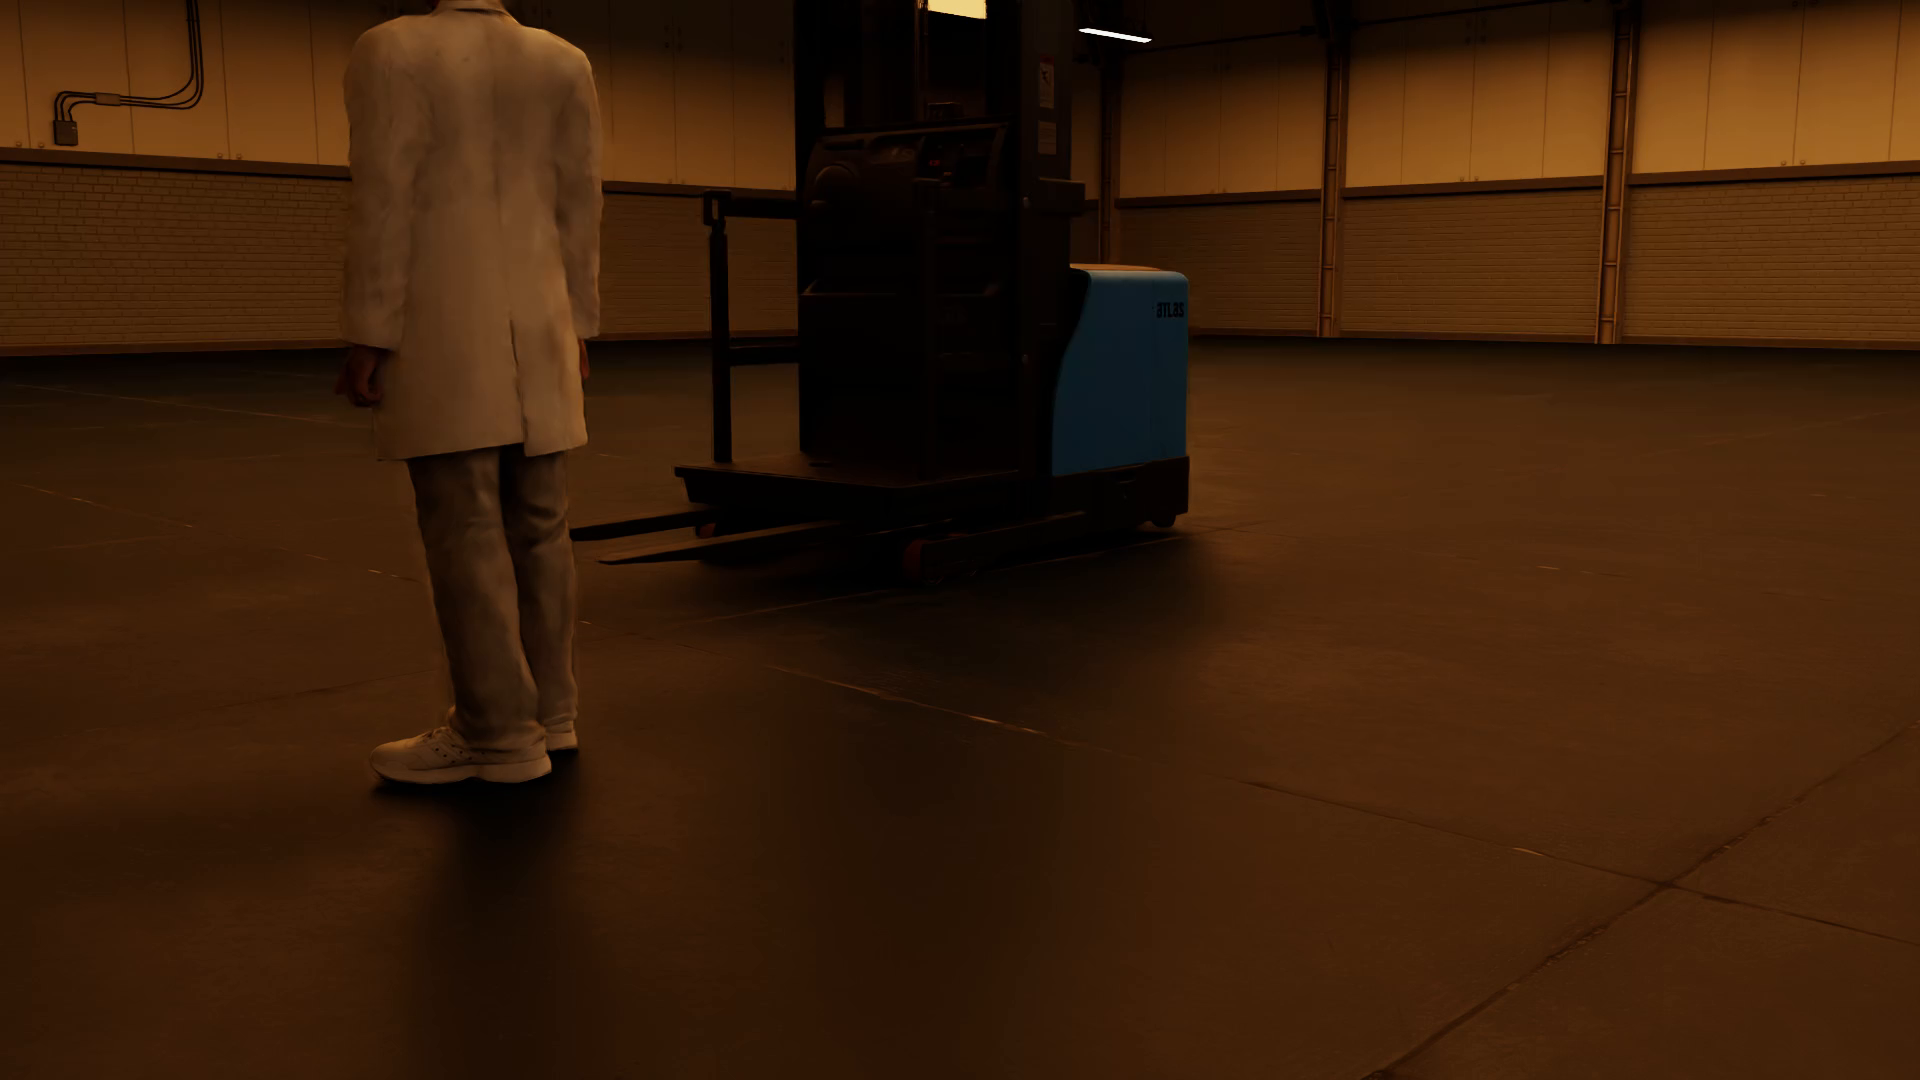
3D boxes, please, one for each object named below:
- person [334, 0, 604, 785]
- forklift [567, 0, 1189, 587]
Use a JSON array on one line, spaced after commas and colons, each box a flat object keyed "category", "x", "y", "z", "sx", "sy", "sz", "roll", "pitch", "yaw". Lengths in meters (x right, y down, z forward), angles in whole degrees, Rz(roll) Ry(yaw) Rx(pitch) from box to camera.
[{"category": "person", "x": -1.043, "y": -0.404, "z": 3.433, "sx": 0.556, "sy": 1.780, "sz": 0.516, "roll": -8, "pitch": 12, "yaw": -44}, {"category": "forklift", "x": -0.339, "y": -1.372, "z": 5.988, "sx": 1.130, "sy": 2.935, "sz": 3.031, "roll": 7, "pitch": 11, "yaw": 37}]
